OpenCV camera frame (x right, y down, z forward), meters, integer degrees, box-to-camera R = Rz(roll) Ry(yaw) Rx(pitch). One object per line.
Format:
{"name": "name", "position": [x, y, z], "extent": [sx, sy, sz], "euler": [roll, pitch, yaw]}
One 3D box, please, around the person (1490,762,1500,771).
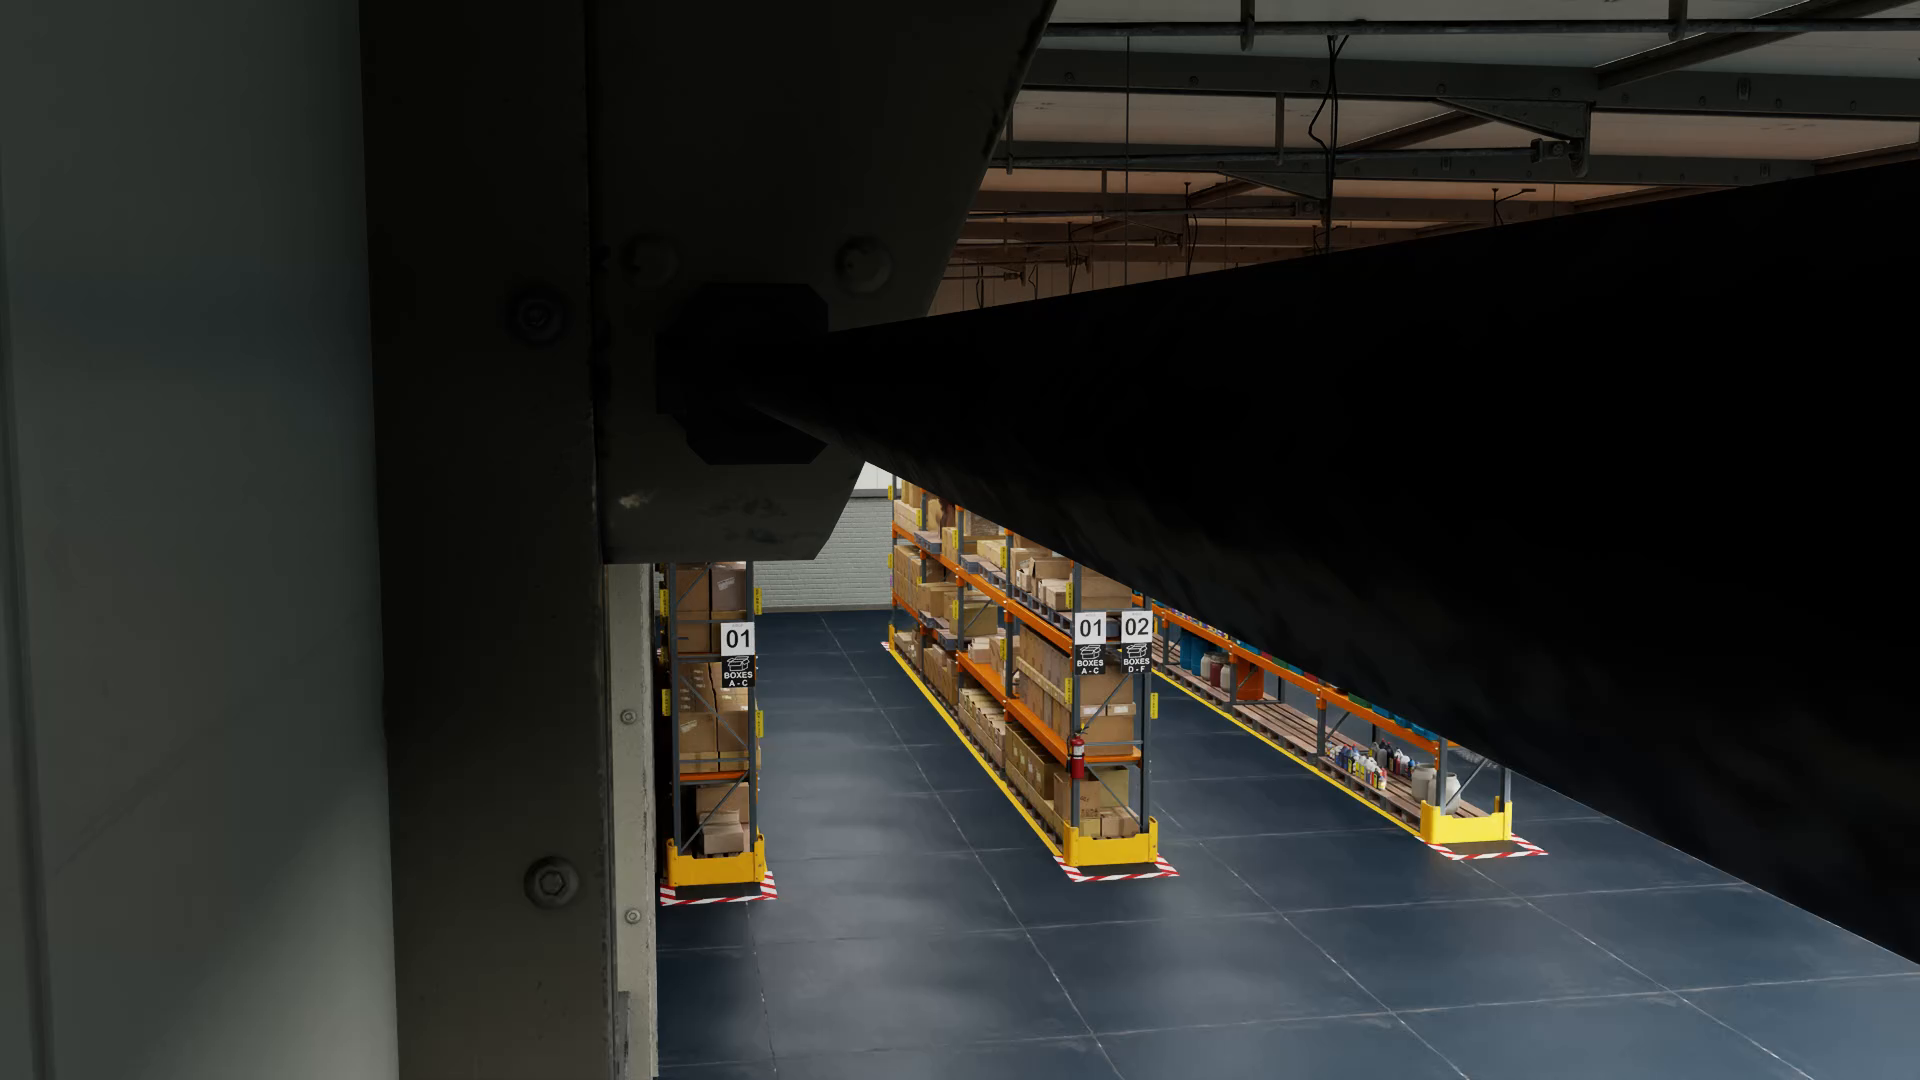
{"name": "person", "position": [8.510, 2.695, 25.866], "extent": [0.673, 1.720, 0.768], "euler": [-1, 6, -10]}
